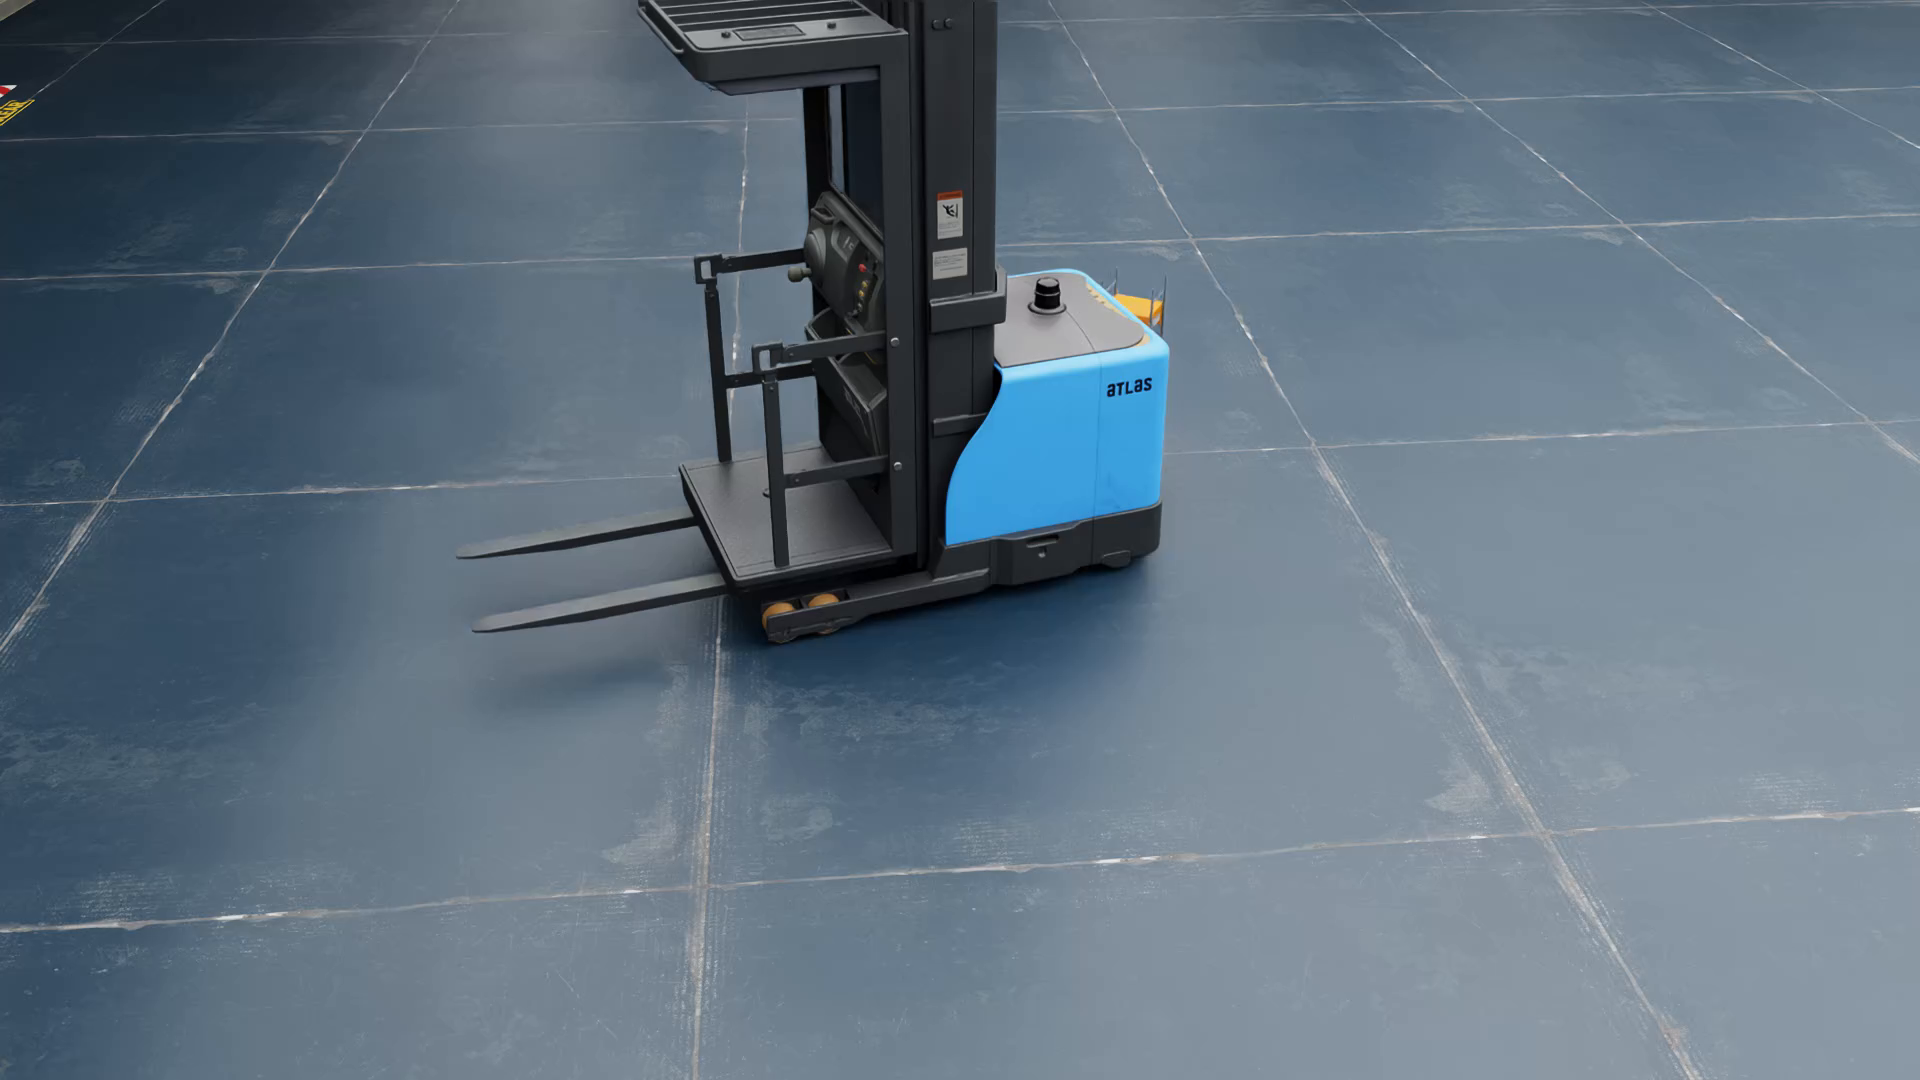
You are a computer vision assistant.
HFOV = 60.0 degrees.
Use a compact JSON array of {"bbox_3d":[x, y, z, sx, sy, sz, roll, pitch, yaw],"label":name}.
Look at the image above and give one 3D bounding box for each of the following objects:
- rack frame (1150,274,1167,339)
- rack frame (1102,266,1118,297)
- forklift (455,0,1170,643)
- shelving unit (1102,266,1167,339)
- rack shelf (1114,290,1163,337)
[{"bbox_3d":[0.925,-0.747,7.976,0.008,1.050,0.200,13,34,21],"label":"rack frame"},{"bbox_3d":[0.703,-0.800,8.064,0.008,1.050,0.200,13,34,21],"label":"rack frame"},{"bbox_3d":[-0.663,-1.131,6.785,3.031,2.935,1.130,-11,33,-18],"label":"forklift"},{"bbox_3d":[0.814,-0.773,8.020,0.252,1.050,0.215,13,34,21],"label":"shelving unit"},{"bbox_3d":[0.814,-1.007,7.879,0.240,0.259,0.215,13,34,21],"label":"rack shelf"}]
